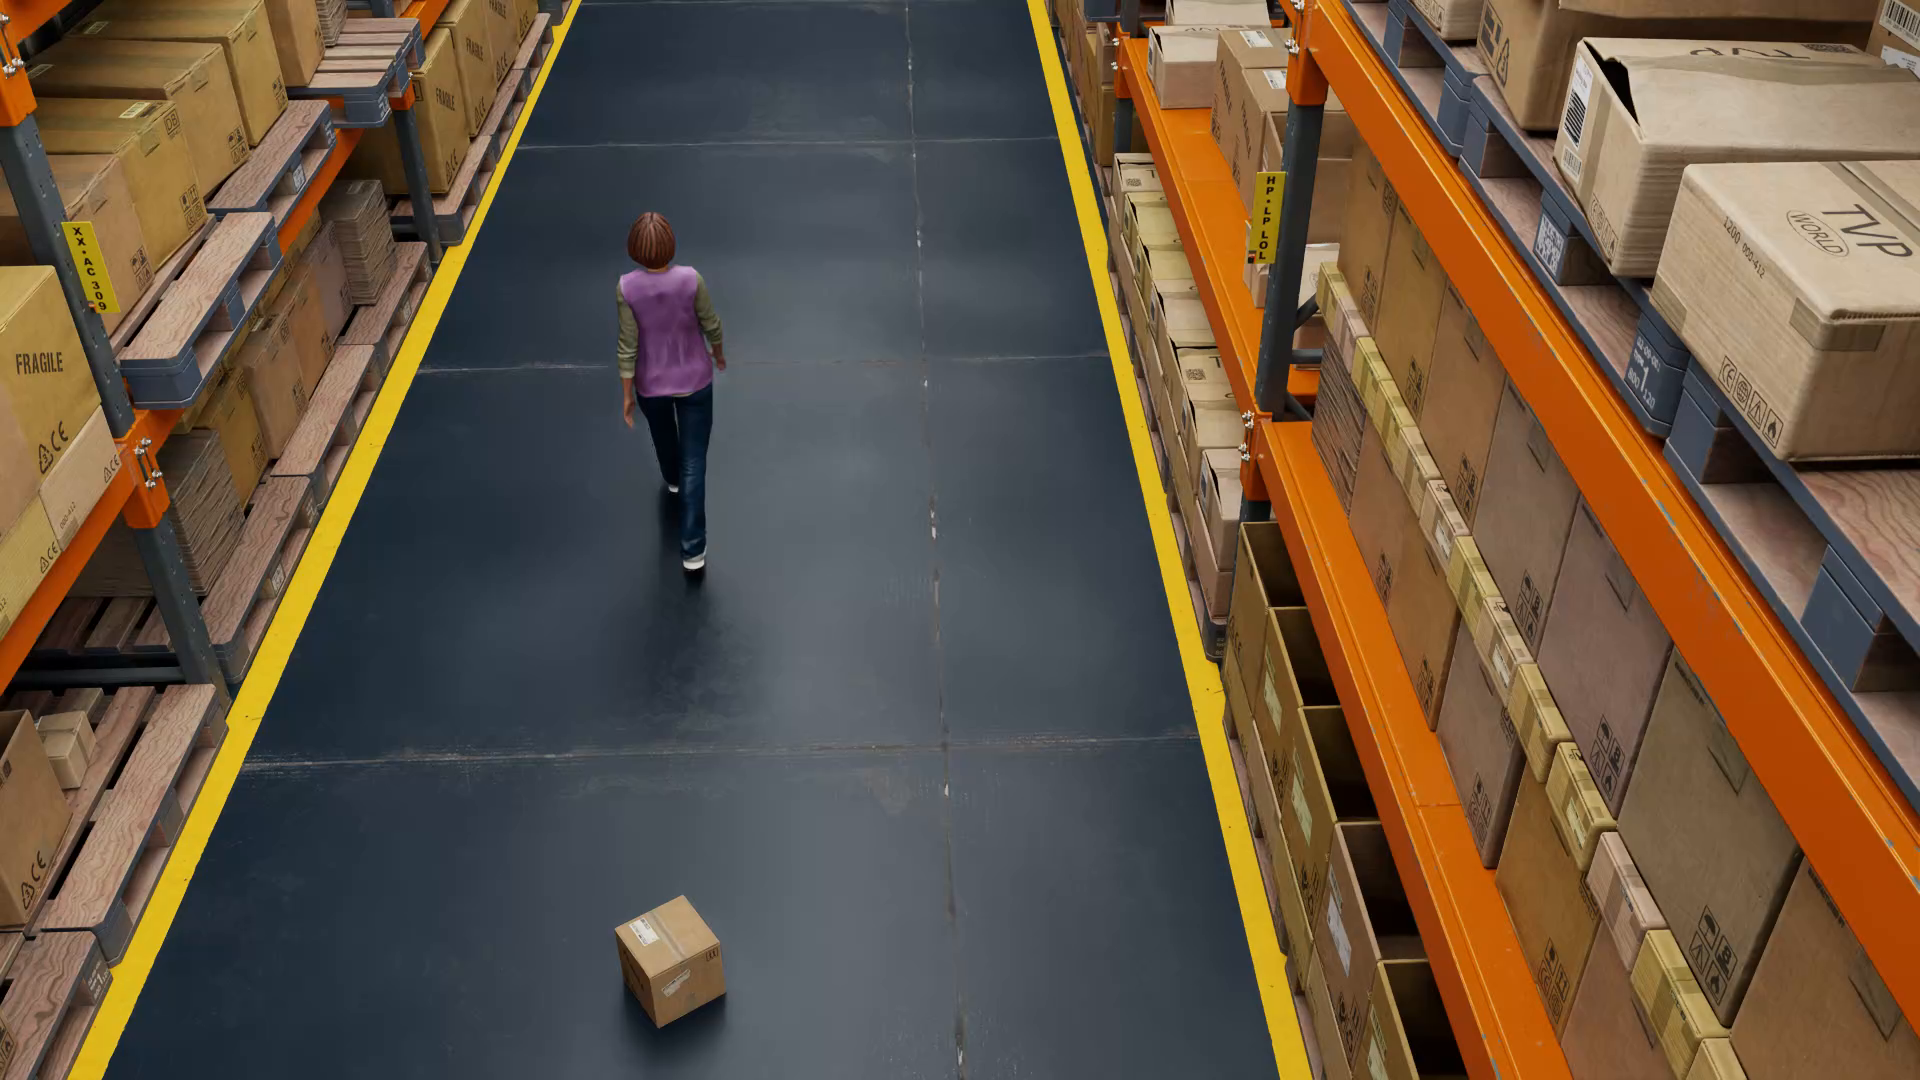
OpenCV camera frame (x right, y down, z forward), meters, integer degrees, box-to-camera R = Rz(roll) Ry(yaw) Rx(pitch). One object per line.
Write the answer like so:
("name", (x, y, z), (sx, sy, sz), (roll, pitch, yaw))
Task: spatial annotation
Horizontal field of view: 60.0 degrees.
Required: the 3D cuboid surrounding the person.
("person", (-1.224, -0.719, 7.144), (0.442, 1.528, 0.934), (-4, 36, -5))
